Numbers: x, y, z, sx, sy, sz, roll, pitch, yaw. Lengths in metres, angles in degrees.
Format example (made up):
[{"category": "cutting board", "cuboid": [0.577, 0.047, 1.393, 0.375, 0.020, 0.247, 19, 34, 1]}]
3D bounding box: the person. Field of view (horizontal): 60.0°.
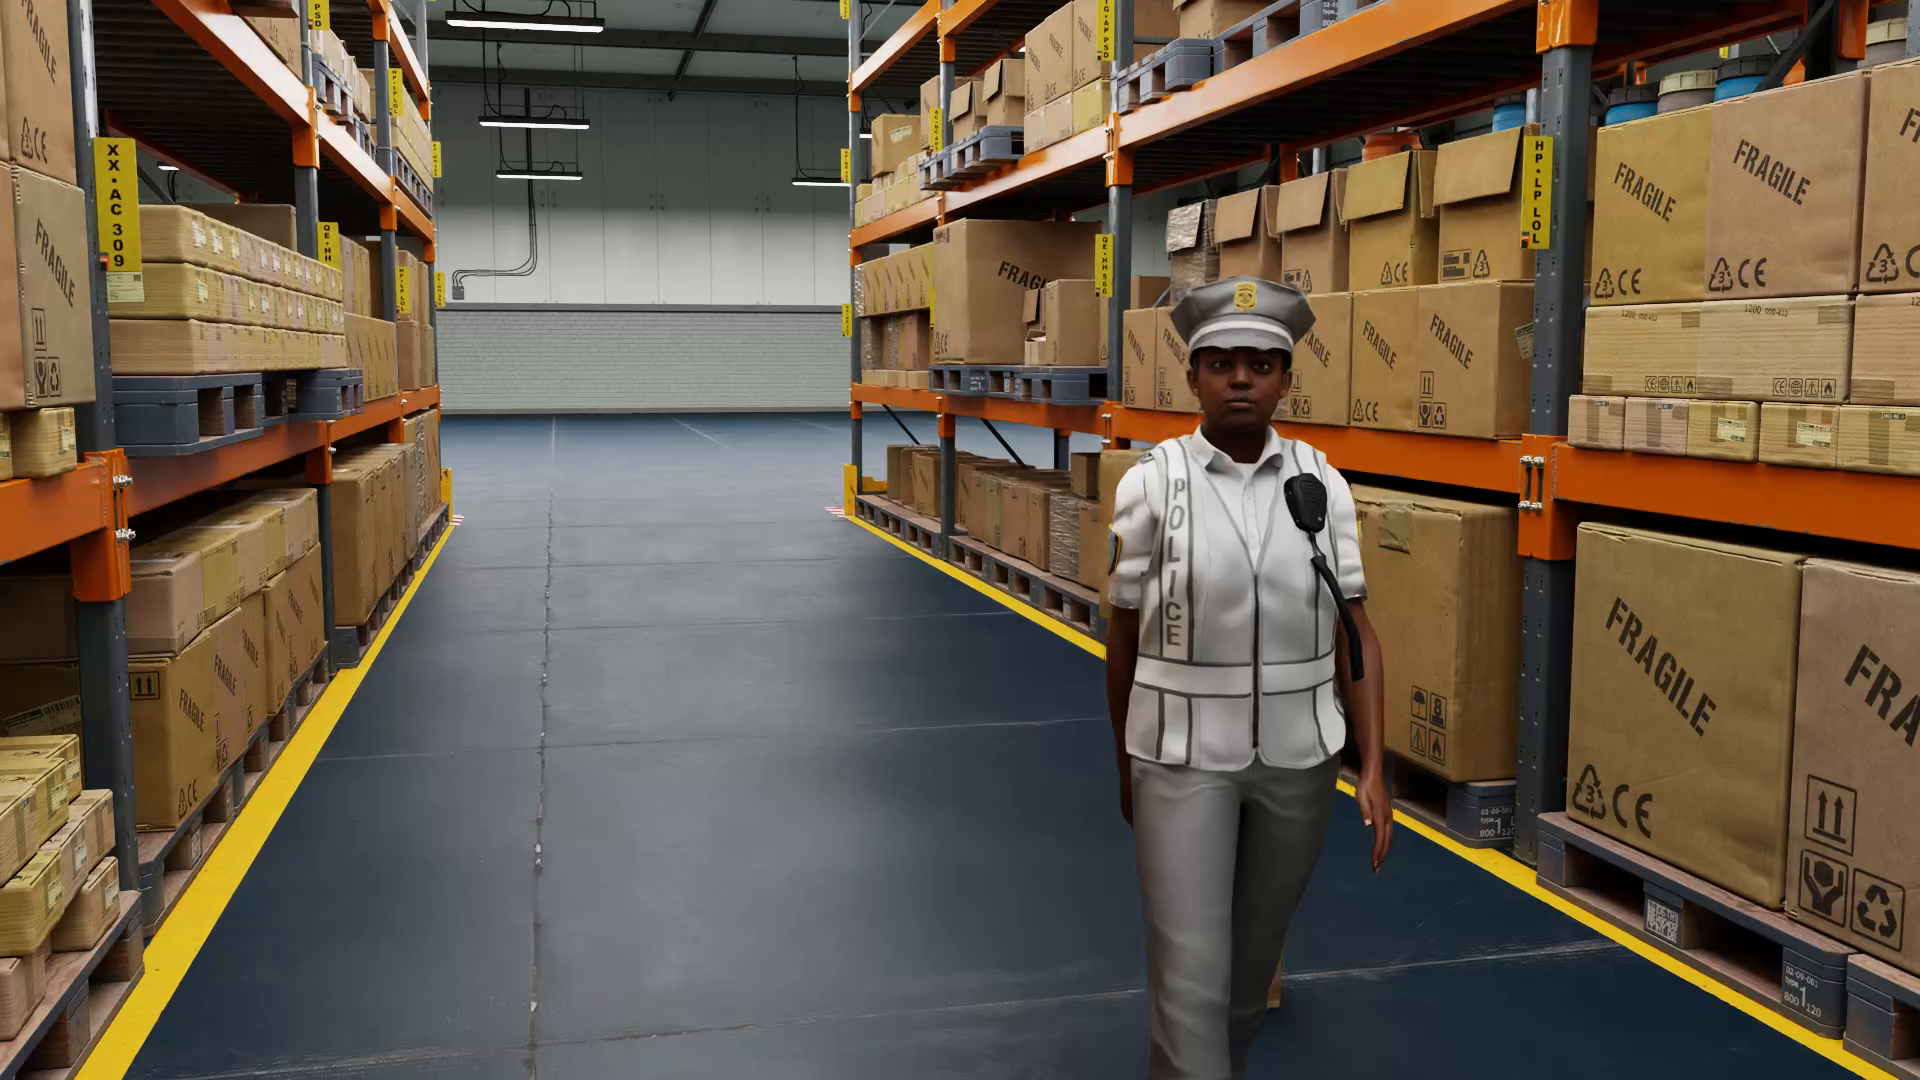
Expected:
[{"category": "person", "cuboid": [0.501, 0.406, 2.816, 0.447, 1.693, 0.835, -1, 6, -7]}]
